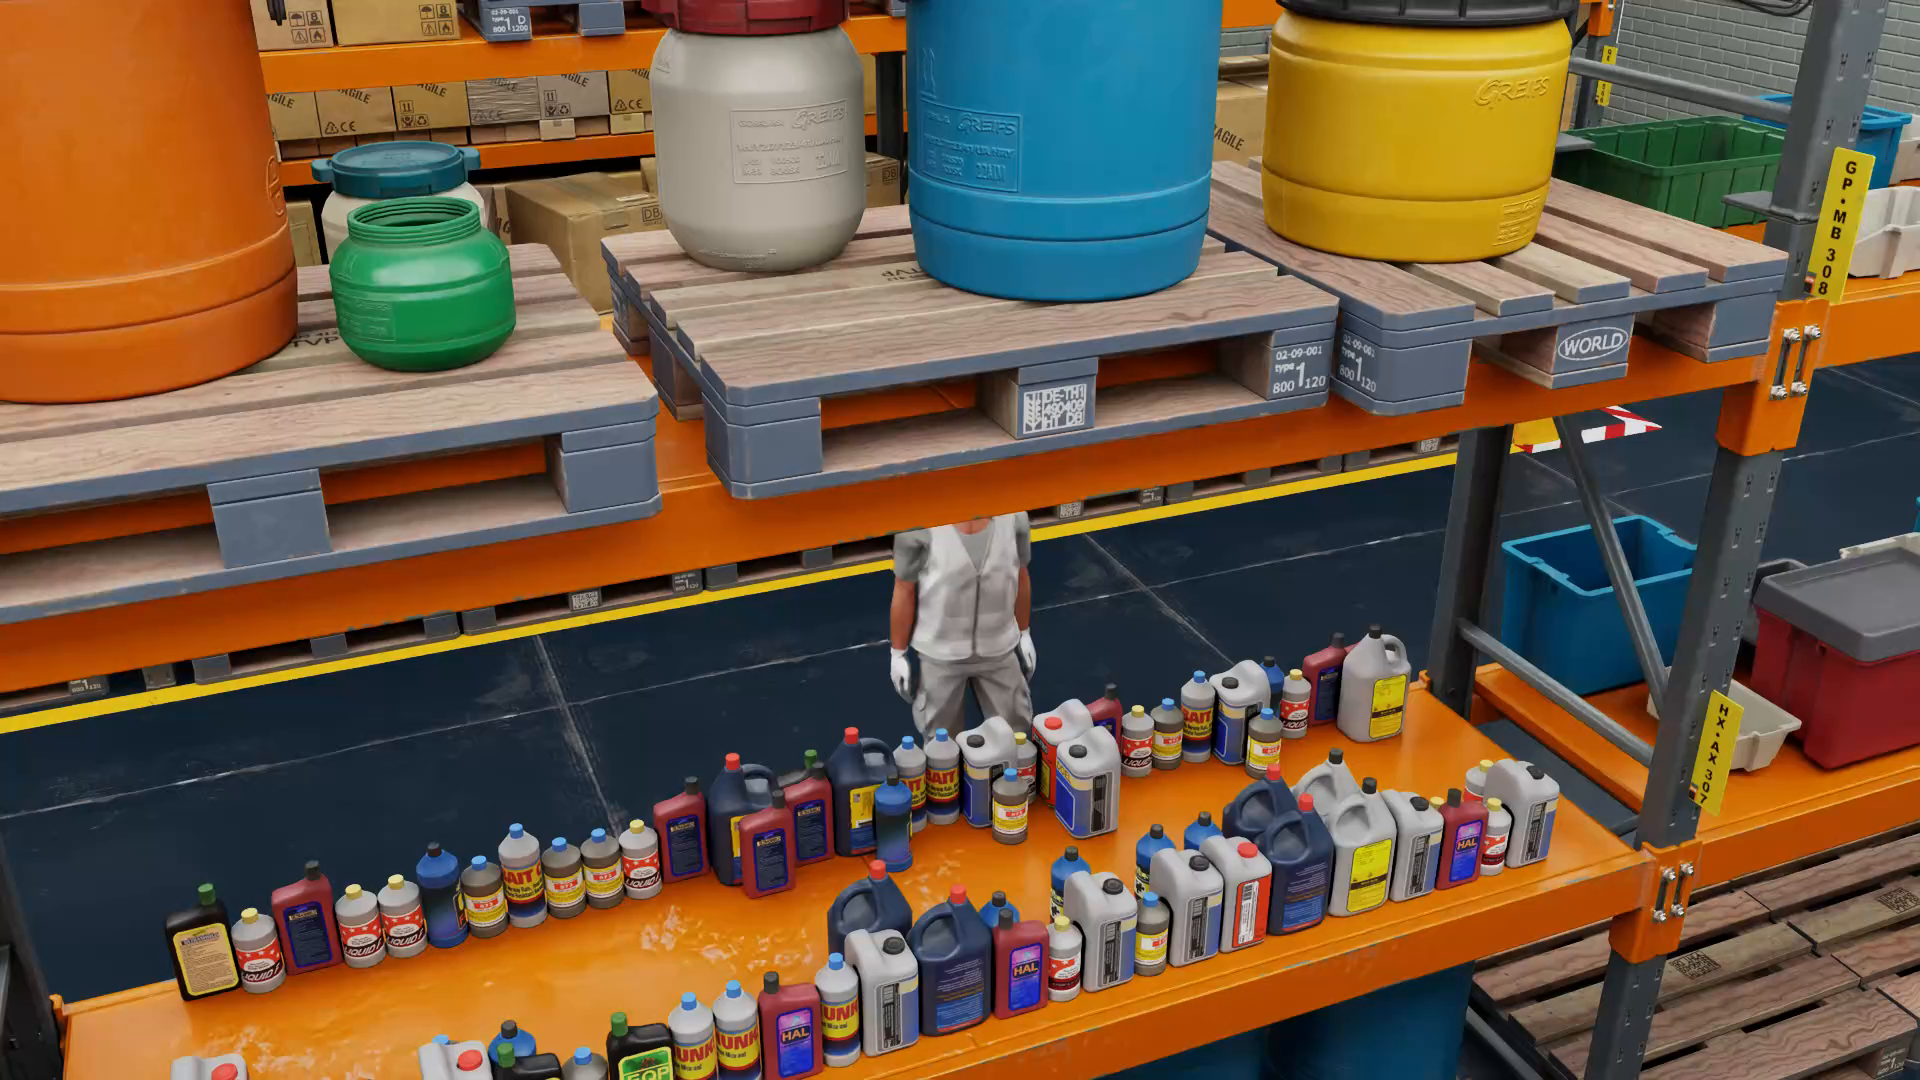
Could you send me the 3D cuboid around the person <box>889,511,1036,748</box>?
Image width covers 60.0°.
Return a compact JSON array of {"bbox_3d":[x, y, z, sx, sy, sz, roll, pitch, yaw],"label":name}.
[{"bbox_3d":[0.019,0.421,6.188,0.570,1.794,0.471,-7,26,-13],"label":"person"}]
